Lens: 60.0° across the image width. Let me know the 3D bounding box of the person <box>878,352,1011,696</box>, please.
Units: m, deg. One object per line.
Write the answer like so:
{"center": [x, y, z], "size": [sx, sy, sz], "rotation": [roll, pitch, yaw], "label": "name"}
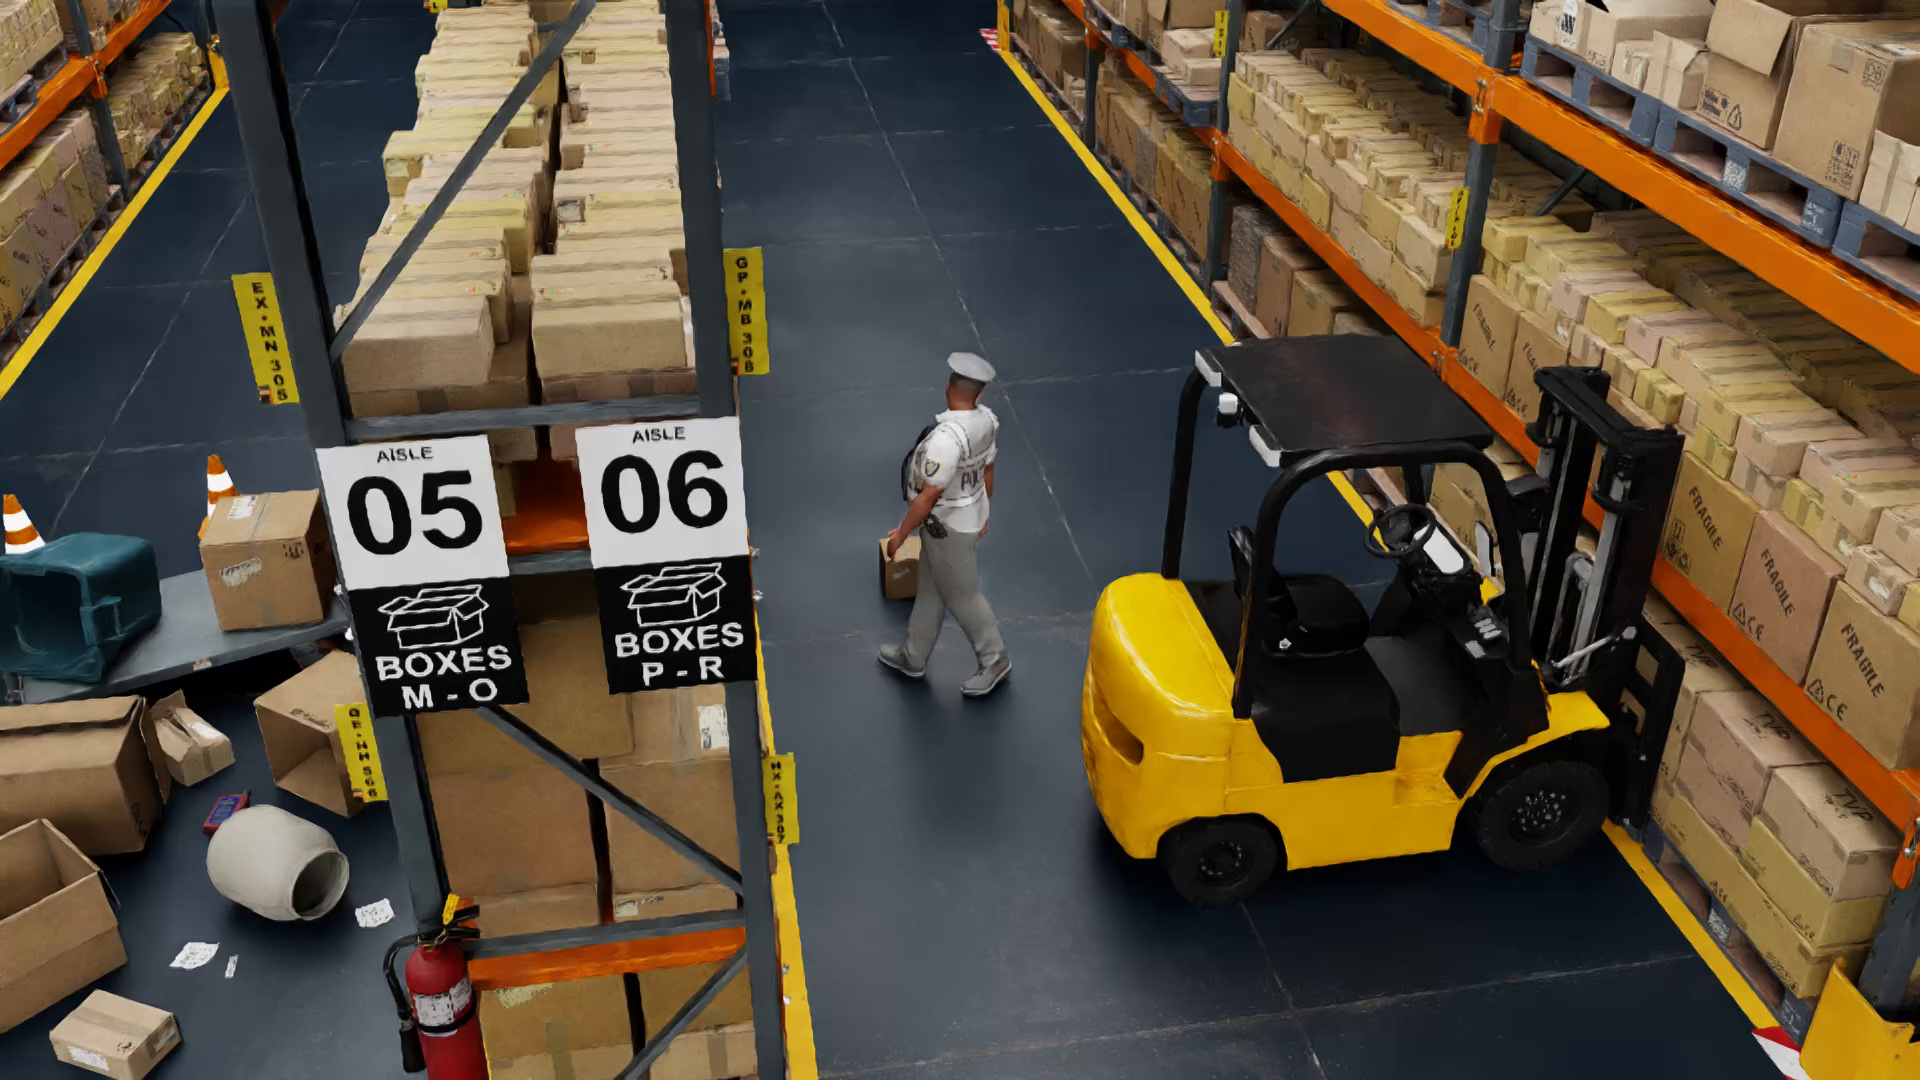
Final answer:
{"center": [-0.079, -0.083, 8.297], "size": [0.725, 1.723, 0.580], "rotation": [6, 31, 11], "label": "person"}
